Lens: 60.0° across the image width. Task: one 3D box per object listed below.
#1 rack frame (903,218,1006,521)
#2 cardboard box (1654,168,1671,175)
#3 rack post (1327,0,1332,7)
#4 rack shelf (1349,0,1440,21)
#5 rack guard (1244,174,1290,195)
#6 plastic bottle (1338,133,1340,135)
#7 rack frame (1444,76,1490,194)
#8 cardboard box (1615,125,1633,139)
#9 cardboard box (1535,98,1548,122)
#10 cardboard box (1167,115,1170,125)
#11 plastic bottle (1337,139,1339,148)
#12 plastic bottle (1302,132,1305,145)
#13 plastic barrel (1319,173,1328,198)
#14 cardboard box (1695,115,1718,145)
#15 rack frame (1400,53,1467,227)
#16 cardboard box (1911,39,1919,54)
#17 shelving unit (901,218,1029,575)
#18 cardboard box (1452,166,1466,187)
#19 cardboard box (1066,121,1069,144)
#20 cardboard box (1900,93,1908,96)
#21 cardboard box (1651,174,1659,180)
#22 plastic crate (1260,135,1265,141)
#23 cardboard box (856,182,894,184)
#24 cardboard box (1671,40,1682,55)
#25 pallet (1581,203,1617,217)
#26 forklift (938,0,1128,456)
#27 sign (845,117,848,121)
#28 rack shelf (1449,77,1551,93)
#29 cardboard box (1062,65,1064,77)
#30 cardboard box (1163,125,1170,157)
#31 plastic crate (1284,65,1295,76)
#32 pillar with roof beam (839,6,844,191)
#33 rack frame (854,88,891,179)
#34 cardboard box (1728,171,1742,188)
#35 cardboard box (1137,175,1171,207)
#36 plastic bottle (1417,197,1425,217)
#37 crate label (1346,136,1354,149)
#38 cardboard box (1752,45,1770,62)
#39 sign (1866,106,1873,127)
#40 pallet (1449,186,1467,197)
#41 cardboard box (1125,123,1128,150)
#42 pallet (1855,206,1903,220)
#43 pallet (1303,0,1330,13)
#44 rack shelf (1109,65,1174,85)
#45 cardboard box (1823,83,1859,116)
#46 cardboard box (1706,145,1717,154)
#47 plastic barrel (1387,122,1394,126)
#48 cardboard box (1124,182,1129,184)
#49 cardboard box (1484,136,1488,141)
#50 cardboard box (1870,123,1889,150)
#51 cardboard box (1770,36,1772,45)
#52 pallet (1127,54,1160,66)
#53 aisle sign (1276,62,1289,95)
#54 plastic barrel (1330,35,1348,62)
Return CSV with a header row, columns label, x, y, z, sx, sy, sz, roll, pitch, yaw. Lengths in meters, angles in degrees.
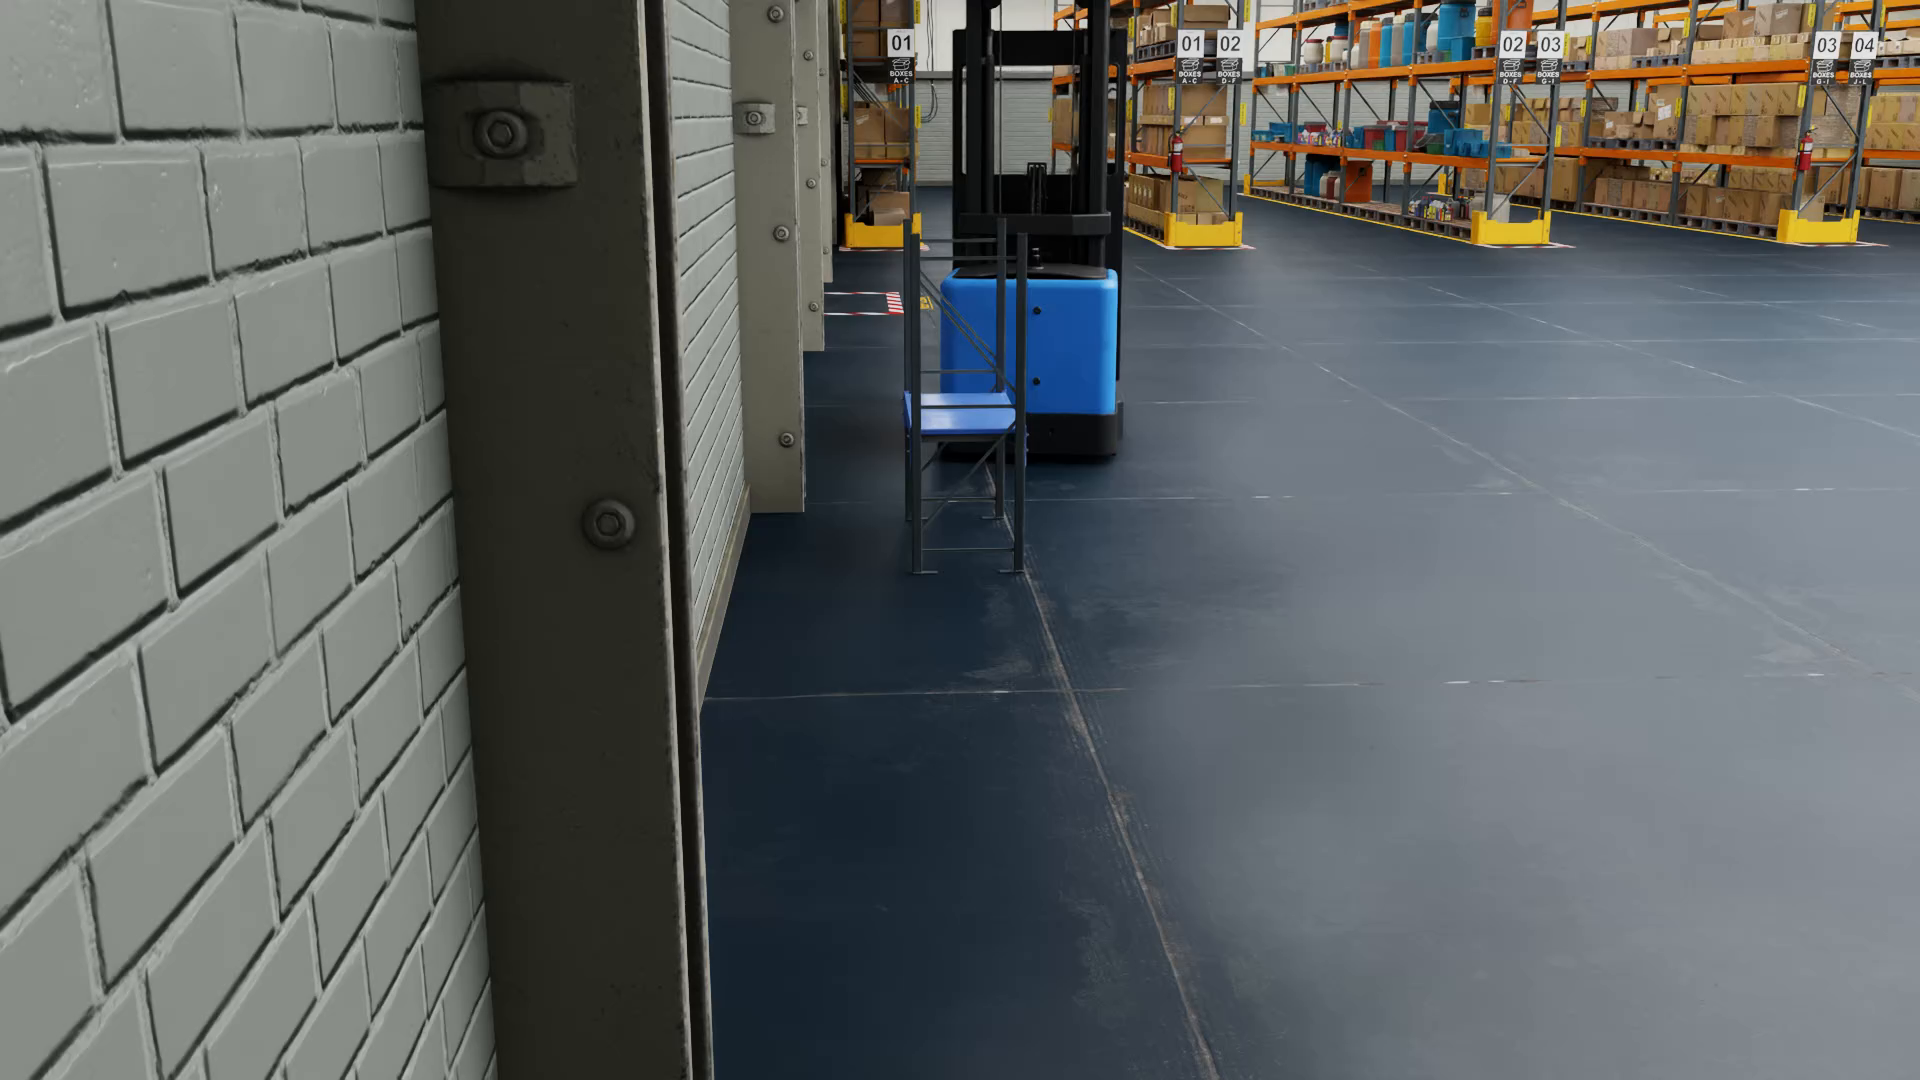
label,x,y,z,sx,sy,sz,roll,pitch,yaw
rack frame,-0.026,-0.832,8.248,0.500,1.500,0.032,-1,14,-3
cardboard box,17.334,-9.063,40.917,0.380,0.149,0.250,-1,14,-4
rack post,8.216,-11.259,34.728,0.937,0.300,0.954,1,14,3
rack shelf,8.335,-9.968,30.955,1.077,0.370,4.000,-1,14,-3
rack guard,7.701,-8.887,41.563,1.175,0.500,0.348,-1,14,-3
plastic bottle,8.241,-8.719,36.151,0.097,0.271,0.097,0,14,0
rack frame,12.659,-10.168,41.526,1.000,3.000,0.127,-1,14,-3
cardboard box,13.029,-7.889,32.126,0.500,0.250,0.500,-1,14,-5
cardboard box,12.986,-9.378,36.241,0.797,0.503,0.637,-1,14,-3
cardboard box,3.502,-6.683,26.478,0.380,0.149,0.250,-1,14,-3
plastic bottle,7.772,-8.129,33.999,0.097,0.201,0.097,0,14,0
plastic bottle,7.600,-8.851,36.665,0.097,0.271,0.097,0,14,0
plastic barrel,7.970,-7.642,35.858,0.421,0.512,0.421,0,14,0
cardboard box,13.365,-7.138,28.953,0.875,0.500,0.500,-1,14,-3
rack frame,8.459,-7.107,29.630,1.000,3.000,0.127,-1,14,-3
cardboard box,18.063,-9.171,30.887,0.500,0.250,0.500,-1,14,-4
shelving unit,0.005,-0.705,7.757,0.538,1.500,1.048,-1,14,-3
cardboard box,12.779,-9.185,41.125,0.875,0.875,0.875,-1,14,-3
cardboard box,2.699,-9.318,38.022,0.500,0.500,0.500,0,14,-2
cardboard box,22.463,-10.499,39.301,0.380,0.149,0.250,-1,14,-4
cardboard box,17.353,-8.983,41.202,0.380,0.149,0.250,-1,14,-4
plastic crate,7.382,-9.677,40.025,0.250,0.136,0.298,-1,14,-3
cardboard box,-1.605,-6.520,31.482,0.700,0.500,0.500,-1,14,-4
cardboard box,13.245,-9.007,30.420,0.396,0.266,0.258,0,14,-1
pallet,13.202,-6.634,33.385,1.003,0.211,1.213,-1,14,-3
forklift,0.518,-2.225,10.791,1.130,2.935,3.031,1,14,5
sign,-2.478,-9.393,36.615,0.100,0.325,0.005,-1,14,-3
rack shelf,12.783,-10.775,39.309,1.077,0.370,4.000,-1,14,-3
cardboard box,2.638,-10.891,38.618,0.500,0.250,0.500,-1,14,-3
cardboard box,3.684,-6.456,26.897,0.700,0.500,0.500,-1,14,-3
plastic crate,7.589,-10.690,37.870,0.416,0.233,0.300,-1,14,-3
pillar with roof beam,1.094,-13.569,42.703,9.100,9.000,0.400,-1,14,-3
rack frame,-2.172,-9.939,40.634,1.000,3.000,0.127,-1,14,-3
cardboard box,17.645,-8.030,37.388,0.500,0.500,0.500,0,14,-1
cardboard box,3.293,-5.898,28.099,0.500,0.500,0.500,-1,14,-3
plastic bottle,8.095,-5.830,29.100,0.144,0.351,0.185,0,14,-2
crate label,7.863,-7.910,33.087,0.303,0.233,0.416,-1,14,-3
cardboard box,13.310,-7.937,27.134,0.500,0.250,0.500,-1,14,-2
sign,14.192,-6.617,25.985,0.100,0.325,0.005,-1,14,-3
pallet,12.787,-8.620,41.105,1.003,0.211,1.213,-1,14,-3
cardboard box,3.388,-7.658,31.569,0.500,0.500,0.500,-2,15,-6
pallet,18.158,-6.380,32.398,1.003,0.211,1.213,-1,14,-3
pallet,8.045,-11.512,35.890,1.003,0.211,1.213,-1,14,-3
rack shelf,3.391,-8.633,30.985,1.077,0.370,4.000,-1,14,-3
cardboard box,13.888,-7.007,26.434,0.500,0.500,0.500,-1,14,-3
cardboard box,13.161,-6.755,28.765,0.380,0.149,0.250,-1,14,-3
plastic barrel,8.488,-7.904,32.501,0.421,0.512,0.421,0,14,0
cardboard box,3.165,-6.401,30.433,0.500,0.311,0.500,0,14,-2
cardboard box,12.497,-9.378,38.961,0.380,0.149,0.250,-1,14,-2
cardboard box,17.964,-7.787,32.070,0.500,0.500,0.500,-1,14,-4
cardboard box,13.366,-8.085,26.910,0.380,0.149,0.250,-1,14,-3
pallet,3.448,-8.611,29.838,0.805,0.209,1.217,-1,15,-6
aisle sign,8.004,-11.373,40.992,0.394,0.787,0.004,-1,14,-3
plastic barrel,7.951,-10.263,34.758,0.433,0.535,0.433,0,14,0
